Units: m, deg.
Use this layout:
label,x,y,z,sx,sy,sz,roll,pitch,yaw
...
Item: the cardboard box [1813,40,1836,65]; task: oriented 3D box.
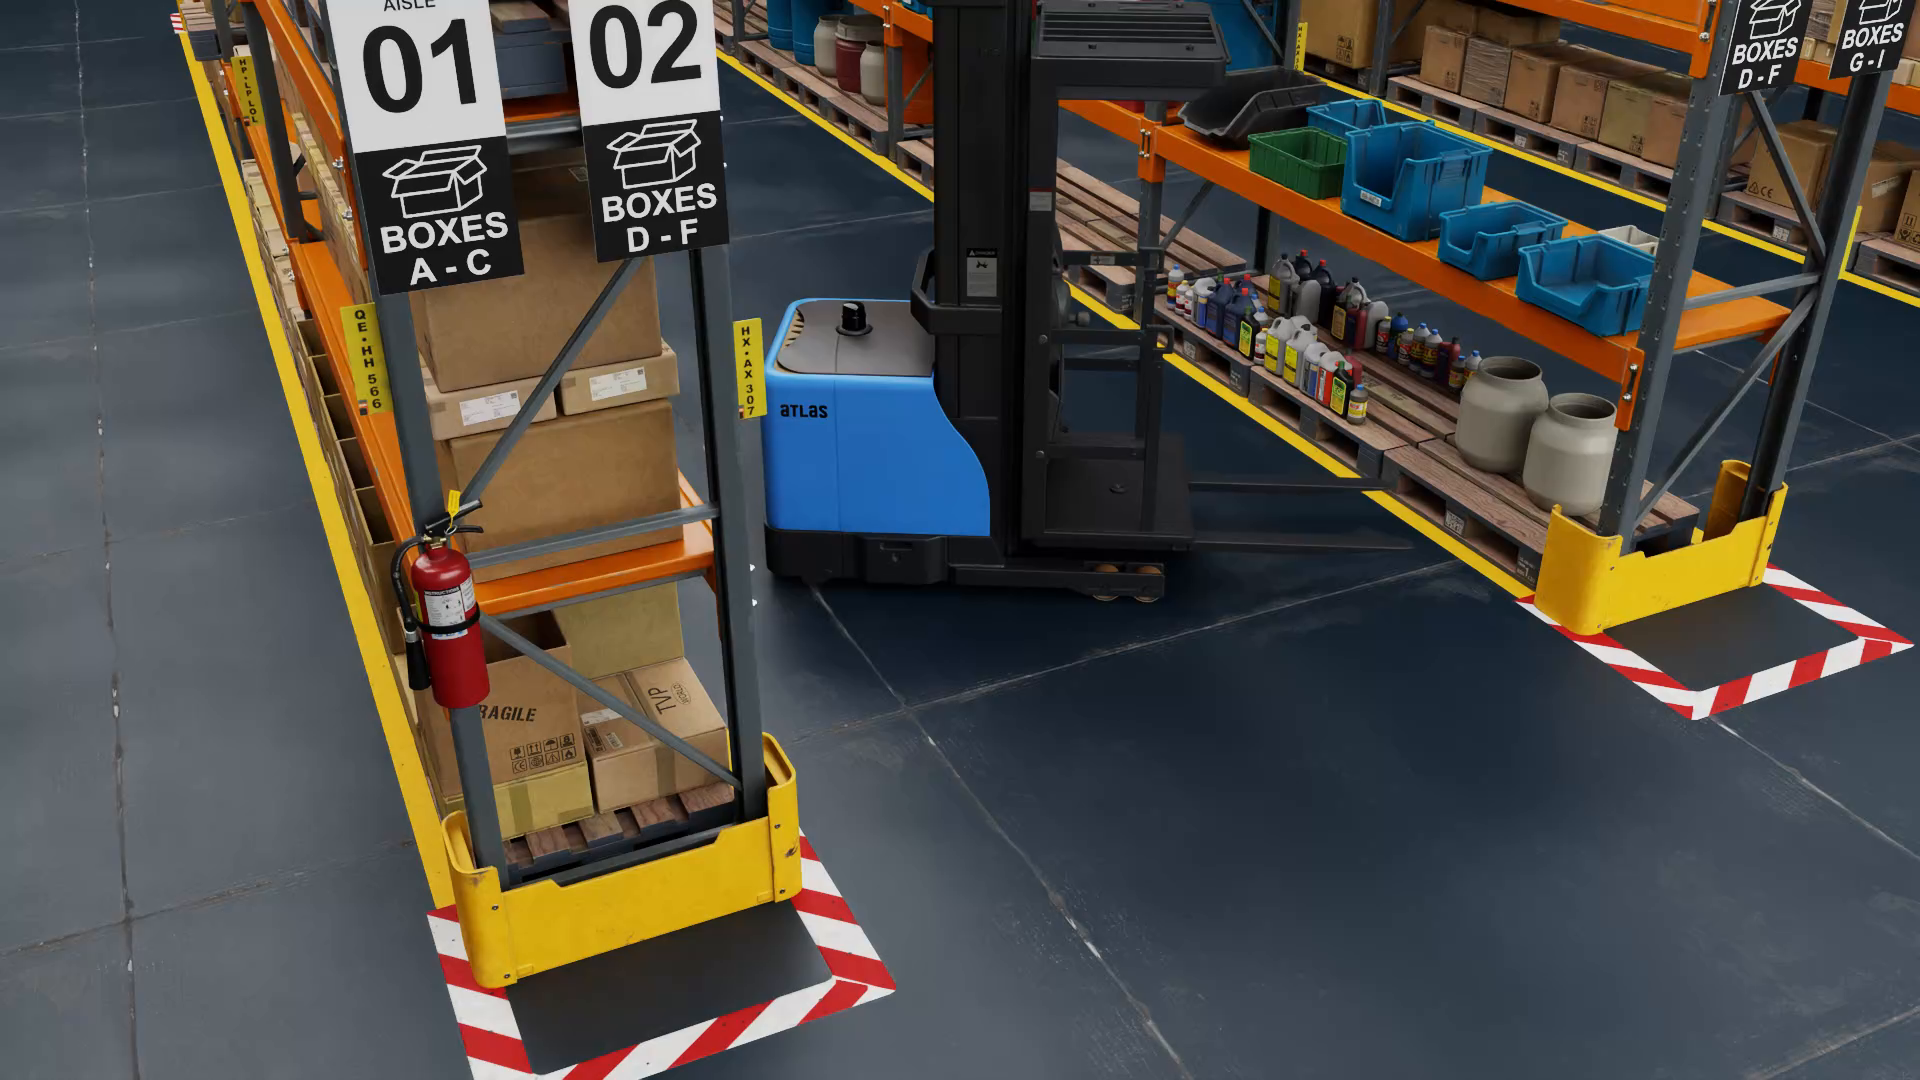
label,x,y,z,sx,sy,sz,roll,pitch,yaw
cardboard box,6.120,-3.363,11.438,0.380,0.149,0.250,-13,32,-22

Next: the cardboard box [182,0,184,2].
label,x,y,z,sx,sy,sz,roll,pitch,yaw
cardboard box,-8.159,-5.763,17.925,0.380,0.149,0.250,-13,32,-22

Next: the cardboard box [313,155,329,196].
label,x,y,z,sx,sy,sz,roll,pitch,yaw
cardboard box,-2.603,-1.598,7.267,0.380,0.149,0.250,-13,32,-22

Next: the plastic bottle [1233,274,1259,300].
label,x,y,z,sx,sy,sz,roll,pitch,yaw
plastic bottle,1.700,-1.432,9.995,0.144,0.351,0.185,-13,32,-22

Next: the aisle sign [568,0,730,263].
label,x,y,z,sx,sy,sz,roll,pitch,yaw
aisle sign,-0.855,-1.173,4.617,0.394,0.787,0.004,-13,32,-22

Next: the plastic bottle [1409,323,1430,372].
label,x,y,z,sx,sy,sz,roll,pitch,yaw
plastic bottle,2.628,-1.106,9.495,0.097,0.271,0.097,0,29,0

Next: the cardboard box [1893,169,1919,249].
label,x,y,z,sx,sy,sz,roll,pitch,yaw
cardboard box,6.797,-2.248,11.318,0.500,0.500,0.500,-16,33,-26

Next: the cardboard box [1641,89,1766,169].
label,x,y,z,sx,sy,sz,roll,pitch,yaw
cardboard box,5.827,-3.226,13.043,0.700,0.500,0.500,-16,33,-26

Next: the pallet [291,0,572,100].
label,x,y,z,sx,sy,sz,roll,pitch,yaw
pallet,-1.440,-1.591,5.044,1.003,0.211,1.213,-13,32,-22

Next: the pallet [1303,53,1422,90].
label,x,y,z,sx,sy,sz,roll,pitch,yaw
pallet,4.084,-4.764,16.529,1.003,0.211,1.213,-13,32,-22

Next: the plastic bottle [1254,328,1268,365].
label,x,y,z,sx,sy,sz,roll,pitch,yaw
plastic bottle,1.751,-1.123,9.598,0.097,0.201,0.097,0,29,0

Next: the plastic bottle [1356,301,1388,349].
label,x,y,z,sx,sy,sz,roll,pitch,yaw
plastic bottle,2.422,-1.289,9.816,0.152,0.276,0.135,-12,32,-21

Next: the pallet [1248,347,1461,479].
label,x,y,z,sx,sy,sz,roll,pitch,yaw
pallet,2.376,-0.748,9.367,1.003,0.211,1.213,-13,32,-22

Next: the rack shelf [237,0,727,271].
label,x,y,z,sx,sy,sz,roll,pitch,yaw
rack shelf,-2.019,-1.882,6.207,1.077,0.370,4.000,-13,32,-22

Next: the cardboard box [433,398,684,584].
label,x,y,z,sx,sy,sz,roll,pitch,yaw
cardboard box,-1.349,-0.256,5.538,0.700,0.500,0.500,-13,32,-22

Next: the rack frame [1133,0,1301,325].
label,x,y,z,sx,sy,sz,roll,pitch,yaw
rack frame,1.598,-2.809,10.192,1.000,3.000,0.127,-13,32,-22

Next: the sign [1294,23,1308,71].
label,x,y,z,sx,sy,sz,roll,pitch,yaw
sign,2.100,-3.040,10.322,0.100,0.325,0.005,-13,32,-22

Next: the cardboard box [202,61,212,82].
label,x,y,z,sx,sy,sz,roll,pitch,yaw
cardboard box,-6.812,-4.598,15.489,0.500,0.500,0.500,-13,32,-22

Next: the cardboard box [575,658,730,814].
label,x,y,z,sx,sy,sz,roll,pitch,yaw
cardboard box,-1.189,0.729,6.265,0.500,0.250,0.500,-13,32,-22

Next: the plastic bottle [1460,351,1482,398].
label,x,y,z,sx,sy,sz,roll,pitch,yaw
plastic bottle,2.818,-0.910,9.146,0.097,0.271,0.097,0,29,0

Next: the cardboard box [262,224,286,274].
label,x,y,z,sx,sy,sz,roll,pitch,yaw
cardboard box,-3.963,-1.790,10.184,0.500,0.311,0.500,-13,32,-23

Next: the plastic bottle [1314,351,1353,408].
label,x,y,z,sx,sy,sz,roll,pitch,yaw
plastic bottle,2.048,-0.882,9.091,0.152,0.276,0.135,-13,32,-22

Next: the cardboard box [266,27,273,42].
label,x,y,z,sx,sy,sz,roll,pitch,yaw
cardboard box,-4.478,-3.329,11.211,0.500,0.311,0.500,-11,31,-19

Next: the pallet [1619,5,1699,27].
label,x,y,z,sx,sy,sz,roll,pitch,yaw
pallet,5.875,-4.133,12.751,1.003,0.211,1.213,-13,32,-22

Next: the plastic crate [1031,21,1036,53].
label,x,y,z,sx,sy,sz,roll,pitch,yaw
plastic crate,0.596,-3.427,11.510,0.450,0.188,0.662,-13,32,-22

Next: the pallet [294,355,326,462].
label,x,y,z,sx,sy,sz,roll,pitch,yaw
pallet,-3.229,-0.872,9.588,1.003,0.211,1.213,-13,32,-22

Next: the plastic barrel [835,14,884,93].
label,x,y,z,sx,sy,sz,roll,pitch,yaw
plastic barrel,-0.829,-4.419,15.099,0.600,0.588,0.708,-13,32,-22

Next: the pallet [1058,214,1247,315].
label,x,y,z,sx,sy,sz,roll,pitch,yaw
pallet,1.226,-1.931,11.479,1.003,0.211,1.213,-13,32,-22

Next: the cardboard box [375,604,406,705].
label,x,y,z,sx,sy,sz,roll,pitch,yaw
cardboard box,-2.099,0.399,6.854,0.500,0.250,0.500,-13,32,-22

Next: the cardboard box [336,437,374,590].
label,x,y,z,sx,sy,sz,roll,pitch,yaw
cardboard box,-2.315,-0.149,7.064,0.500,0.500,0.500,-13,32,-22

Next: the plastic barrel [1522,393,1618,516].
label,x,y,z,sx,sy,sz,roll,pitch,yaw
plastic barrel,2.964,-0.415,8.037,0.421,0.512,0.421,0,29,0

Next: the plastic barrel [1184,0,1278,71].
label,x,y,z,sx,sy,sz,roll,pitch,yaw
plastic barrel,1.706,-3.262,10.488,0.600,0.901,0.708,-13,32,-22

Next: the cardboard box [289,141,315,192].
label,x,y,z,sx,sy,sz,roll,pitch,yaw
cardboard box,-3.420,-2.062,8.997,0.396,0.266,0.258,-14,32,-23

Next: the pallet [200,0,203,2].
label,x,y,z,sx,sy,sz,roll,pitch,yaw
pallet,-5.433,-4.312,13.069,1.003,0.211,1.213,-13,32,-22

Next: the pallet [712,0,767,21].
label,x,y,z,sx,sy,sz,roll,pitch,yaw
pallet,-2.715,-5.983,18.704,1.003,0.211,1.213,-13,32,-22

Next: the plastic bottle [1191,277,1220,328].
label,x,y,z,sx,sy,sz,roll,pitch,yaw
plastic bottle,1.503,-1.443,10.091,0.152,0.276,0.135,-12,31,-20

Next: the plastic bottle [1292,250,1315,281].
label,x,y,z,sx,sy,sz,roll,pitch,yaw
plastic bottle,2.135,-1.621,10.333,0.144,0.351,0.185,-14,32,-23

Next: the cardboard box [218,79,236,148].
label,x,y,z,sx,sy,sz,roll,pitch,yaw
cardboard box,-5.661,-3.462,13.463,0.500,0.500,0.500,-14,32,-24

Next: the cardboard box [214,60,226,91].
label,x,y,z,sx,sy,sz,roll,pitch,yaw
cardboard box,-5.679,-3.805,13.308,0.500,0.250,0.500,-14,32,-23

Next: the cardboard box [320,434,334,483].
label,x,y,z,sx,sy,sz,roll,pitch,yaw
cardboard box,-2.952,-0.486,8.432,0.500,0.250,0.500,-13,32,-22

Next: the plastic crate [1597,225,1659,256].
label,x,y,z,sx,sy,sz,roll,pitch,yaw
plastic crate,3.222,-1.390,7.931,0.298,0.136,0.250,-13,32,-22

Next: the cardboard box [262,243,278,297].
label,x,y,z,sx,sy,sz,roll,pitch,yaw
cardboard box,-4.190,-1.778,10.736,0.500,0.250,0.500,-14,32,-23

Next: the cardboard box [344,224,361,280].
label,x,y,z,sx,sy,sz,roll,pitch,yaw
cardboard box,-2.164,-1.144,6.457,0.380,0.149,0.250,-14,32,-23

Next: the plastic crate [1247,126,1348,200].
label,x,y,z,sx,sy,sz,roll,pitch,yaw
plastic crate,1.926,-2.058,9.069,0.450,0.188,0.662,-13,32,-22

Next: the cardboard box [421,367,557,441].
label,x,y,z,sx,sy,sz,roll,pitch,yaw
cardboard box,-1.496,-0.459,5.236,0.380,0.149,0.250,-14,32,-23

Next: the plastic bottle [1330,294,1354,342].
label,x,y,z,sx,sy,sz,roll,pitch,yaw
plastic bottle,2.274,-1.332,9.886,0.061,0.283,0.133,-13,32,-22

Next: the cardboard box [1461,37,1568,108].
label,x,y,z,sx,sy,sz,roll,pitch,yaw
cardboard box,4.910,-4.183,14.749,0.700,0.500,0.500,-16,33,-26

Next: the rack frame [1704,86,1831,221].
label,x,y,z,sx,sy,sz,roll,pitch,yaw
rack frame,6.071,-3.849,12.047,1.000,3.000,0.127,-13,32,-22

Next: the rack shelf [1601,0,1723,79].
label,x,y,z,sx,sy,sz,roll,pitch,yaw
rack shelf,2.457,-2.920,8.059,1.077,0.370,4.000,-13,32,-22

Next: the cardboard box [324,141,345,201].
label,x,y,z,sx,sy,sz,roll,pitch,yaw
cardboard box,-2.248,-1.741,6.859,0.700,0.500,0.500,-13,32,-22

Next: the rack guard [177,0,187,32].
label,x,y,z,sx,sy,sz,roll,pitch,yaw
rack guard,-7.996,-5.948,18.345,1.175,0.500,0.348,-13,32,-22

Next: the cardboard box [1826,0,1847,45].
label,x,y,z,sx,sy,sz,roll,pitch,yaw
cardboard box,6.392,-3.582,11.165,0.875,0.500,0.500,-13,32,-22

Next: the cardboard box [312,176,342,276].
label,x,y,z,sx,sy,sz,roll,pitch,yaw
cardboard box,-2.681,-1.619,7.969,0.700,0.500,0.500,-14,32,-23

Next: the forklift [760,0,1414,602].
label,x,y,z,sx,sy,sz,roll,pitch,yaw
forklift,0.622,-1.259,7.498,3.031,2.935,1.130,2,29,3

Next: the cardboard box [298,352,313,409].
label,x,y,z,sx,sy,sz,roll,pitch,yaw
cardboard box,-3.317,-0.877,9.129,0.500,0.250,0.500,-13,32,-22
